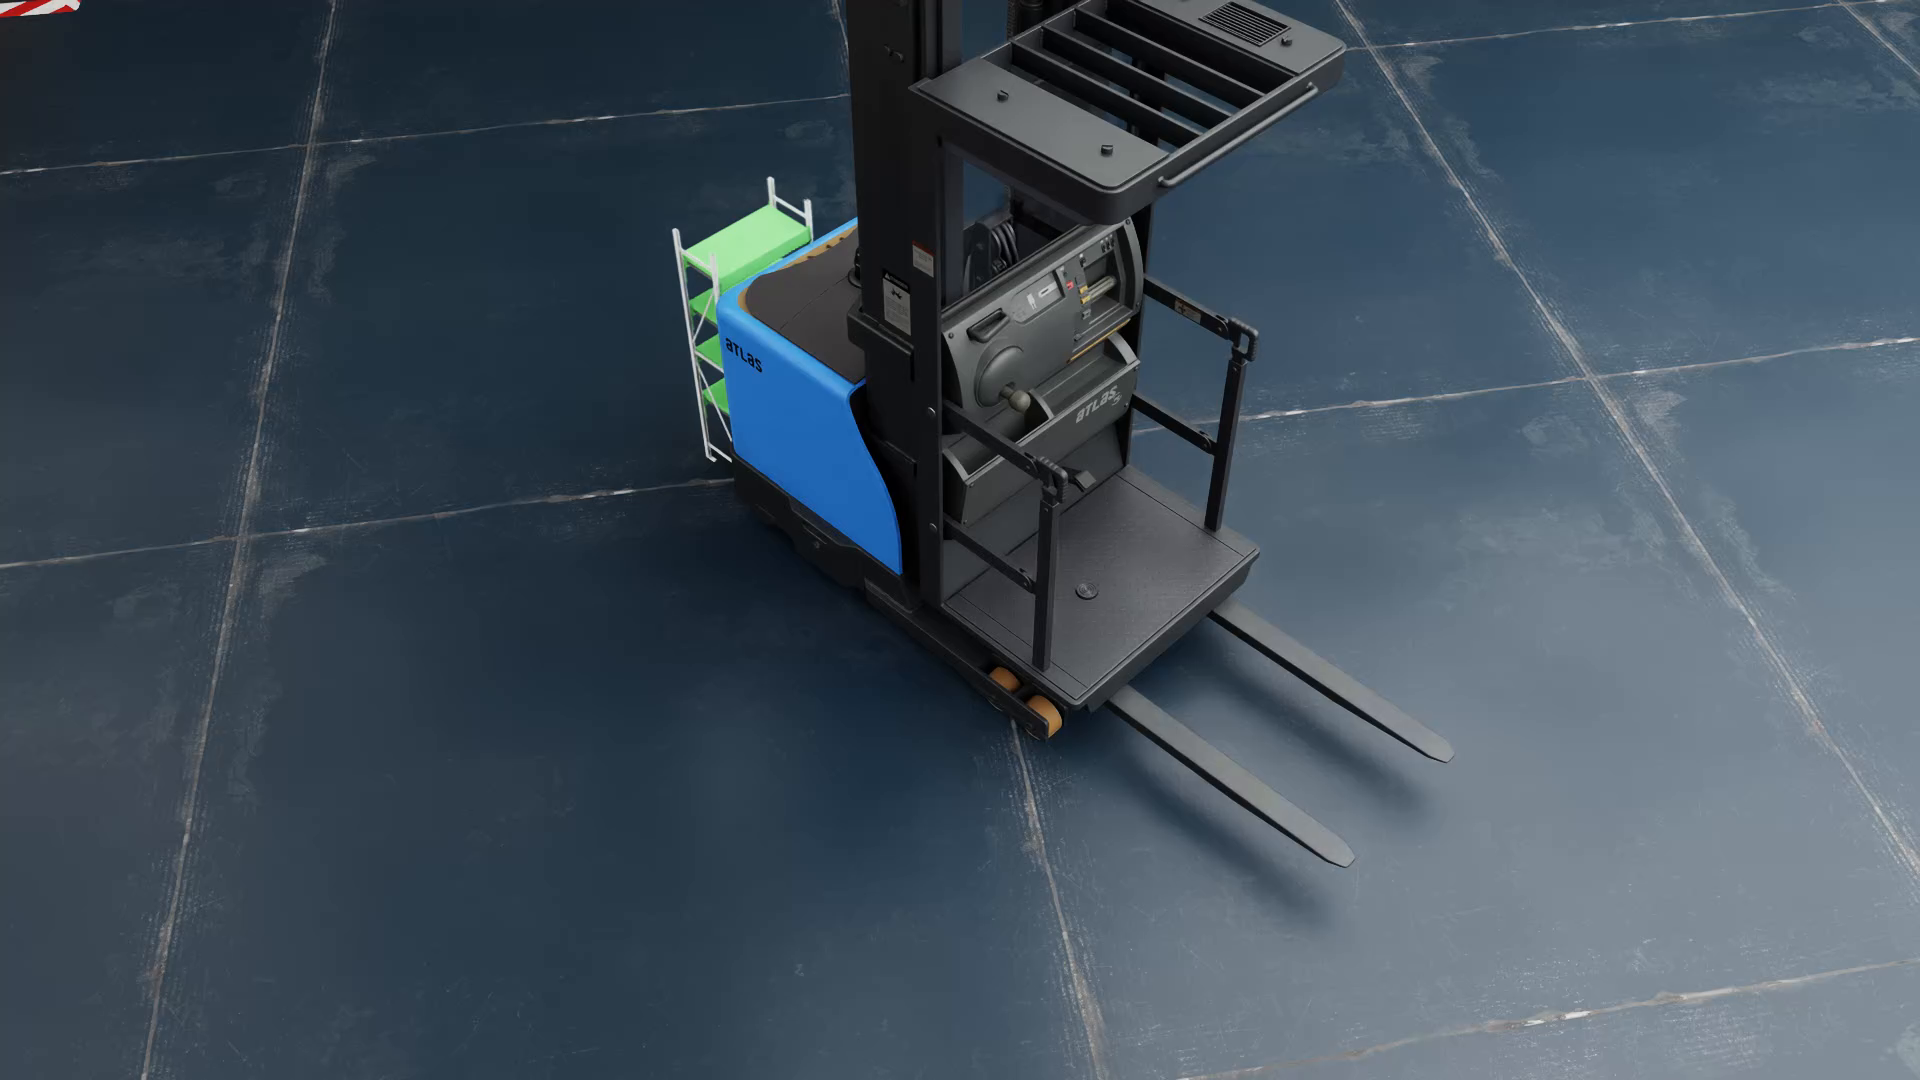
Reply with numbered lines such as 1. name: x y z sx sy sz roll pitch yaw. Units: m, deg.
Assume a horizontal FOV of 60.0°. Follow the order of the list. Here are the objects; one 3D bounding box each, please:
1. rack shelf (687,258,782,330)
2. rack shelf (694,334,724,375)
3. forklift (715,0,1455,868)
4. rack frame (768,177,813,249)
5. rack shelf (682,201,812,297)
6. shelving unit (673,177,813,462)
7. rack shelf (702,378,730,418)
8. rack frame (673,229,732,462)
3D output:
1. rack shelf: -0.852 -0.975 6.804 0.258 0.148 0.480 35 55 29
2. rack shelf: -0.852 -0.808 6.977 0.258 0.148 0.480 35 55 29
3. forklift: 0.449 -0.698 5.581 3.031 2.935 1.130 35 56 29
4. rack frame: -0.682 -0.979 7.053 0.240 1.200 0.015 35 55 29
5. rack shelf: -0.851 -1.141 6.631 0.258 0.148 0.480 35 55 29
6. shelving unit: -0.852 -0.853 6.931 0.258 1.200 0.503 35 55 29
7. rack shelf: -0.852 -0.642 7.150 0.258 0.148 0.480 35 55 29
8. rack frame: -1.021 -0.726 6.809 0.240 1.200 0.015 35 55 29
